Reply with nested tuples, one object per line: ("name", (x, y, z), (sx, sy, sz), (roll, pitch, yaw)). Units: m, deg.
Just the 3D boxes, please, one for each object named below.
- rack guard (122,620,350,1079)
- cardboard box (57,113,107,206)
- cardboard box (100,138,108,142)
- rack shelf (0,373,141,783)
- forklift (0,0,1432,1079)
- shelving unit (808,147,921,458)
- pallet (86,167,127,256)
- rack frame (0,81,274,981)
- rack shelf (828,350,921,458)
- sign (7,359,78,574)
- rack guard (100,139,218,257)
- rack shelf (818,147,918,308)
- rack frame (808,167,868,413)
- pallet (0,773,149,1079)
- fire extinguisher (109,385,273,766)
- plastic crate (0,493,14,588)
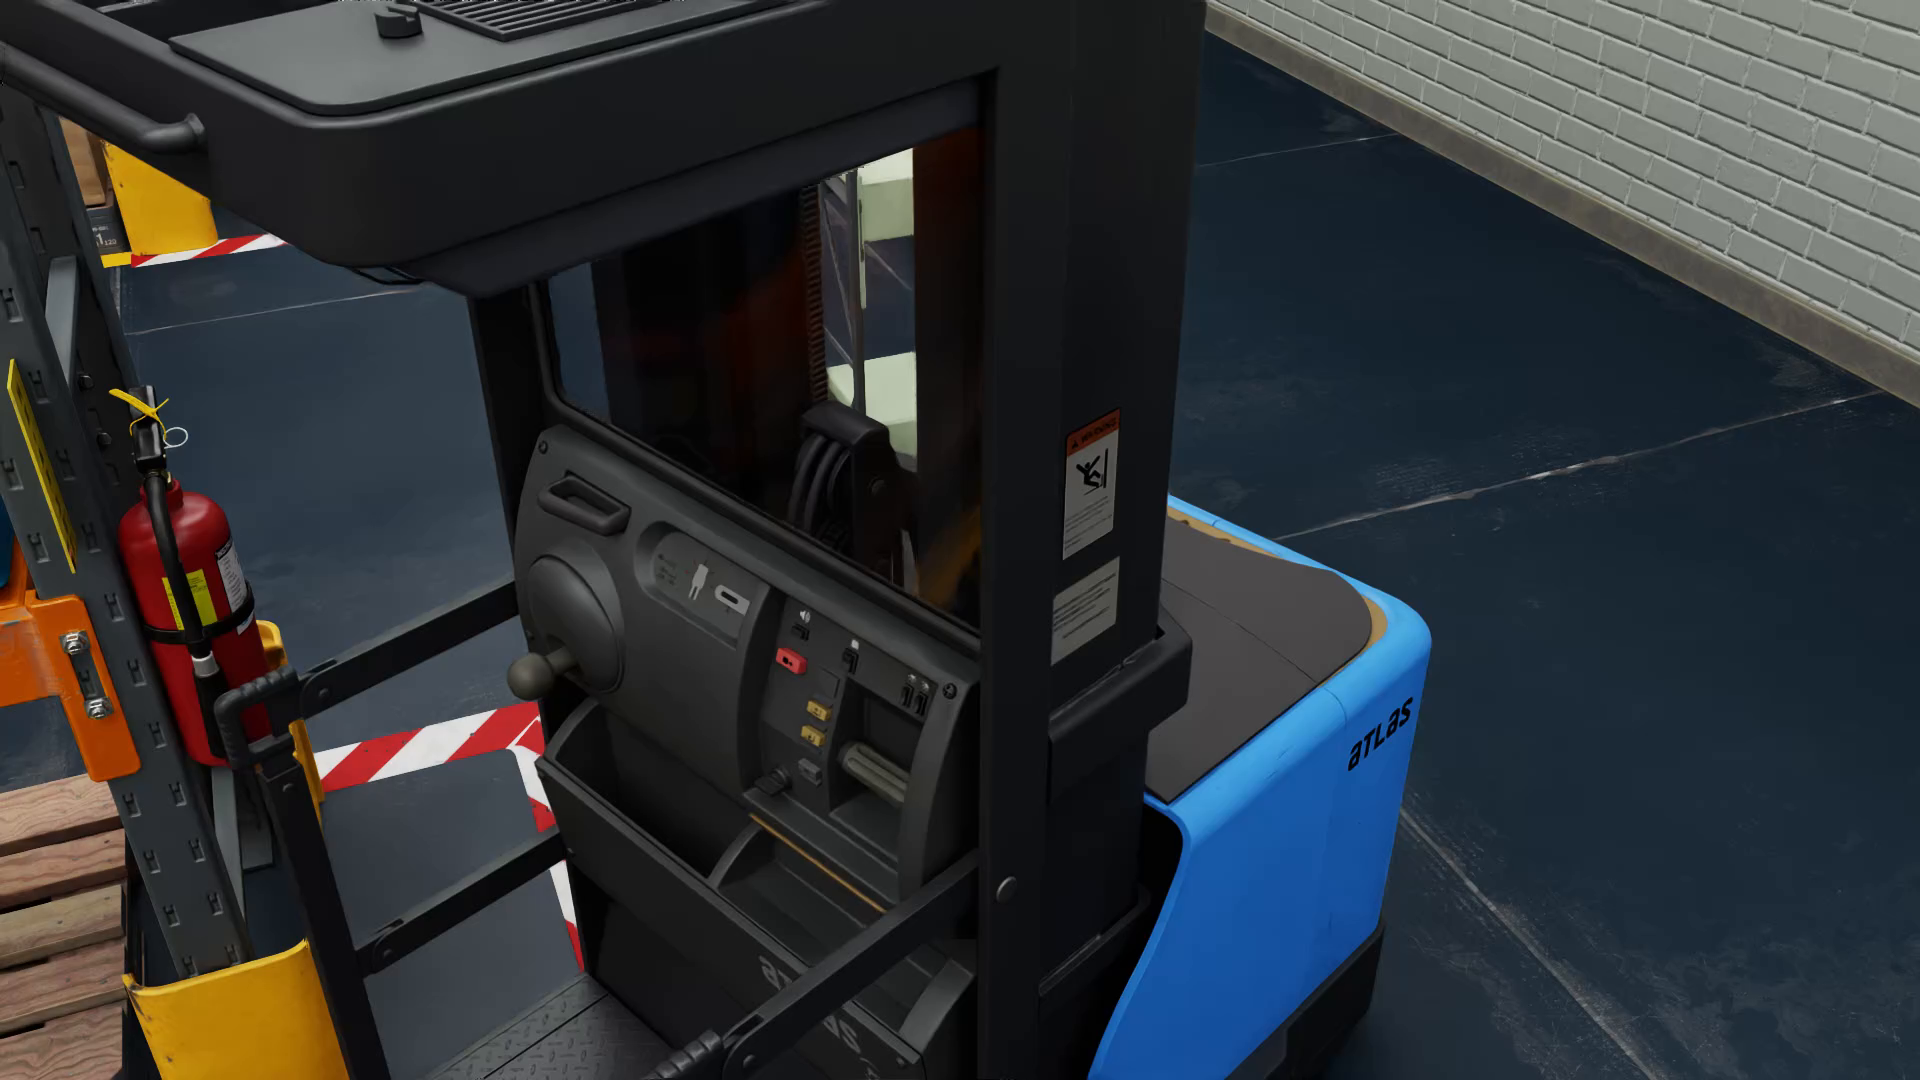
("rack guard", (-1.597, 0.723, 3.680), (0.348, 0.500, 1.175), (-13, 35, -19))
("cardboard box", (-3.934, -1.703, 7.005), (0.500, 0.500, 0.500), (-13, 35, -19))
("cardboard box", (-4.047, -1.878, 7.597), (0.250, 0.149, 0.380), (-13, 35, -19))
("rack shelf", (-3.458, 0.411, 2.528), (4.000, 0.370, 1.077), (-13, 35, -19))
("forklift", (-0.492, 0.205, 2.248), (1.130, 2.935, 3.031), (28, 42, 35))
("shelving unit", (-0.006, -0.627, 4.839), (0.755, 1.500, 0.431), (-13, 35, -19))
("pallet", (-4.333, -1.451, 7.286), (1.213, 0.211, 1.003), (-13, 35, -19))
("rack frame", (-1.614, -0.313, 2.981), (0.127, 3.000, 1.000), (-13, 35, -19))
("rack shelf", (-0.006, -0.354, 5.017), (0.720, 0.370, 0.431), (-13, 35, -19))
("sign", (-1.386, -0.108, 2.516), (0.005, 0.325, 0.100), (-13, 35, -19))
("rack guard", (-3.598, -1.741, 7.467), (0.348, 0.500, 1.175), (-13, 35, -19))
("rack shelf", (-0.006, -0.954, 4.626), (0.720, 0.370, 0.431), (-13, 35, -19))
("rack frame", (-0.344, -0.550, 4.720), (0.023, 1.500, 0.400), (-13, 35, -19))
("pallet", (-2.389, 1.010, 3.503), (1.213, 0.211, 1.003), (-13, 35, -19))
("fire extinguisher", (-1.299, 0.072, 2.801), (0.183, 0.674, 0.296), (-13, 35, -19))
("plastic crate", (-1.850, -0.188, 2.702), (0.499, 0.435, 0.616), (-13, 35, -19))
